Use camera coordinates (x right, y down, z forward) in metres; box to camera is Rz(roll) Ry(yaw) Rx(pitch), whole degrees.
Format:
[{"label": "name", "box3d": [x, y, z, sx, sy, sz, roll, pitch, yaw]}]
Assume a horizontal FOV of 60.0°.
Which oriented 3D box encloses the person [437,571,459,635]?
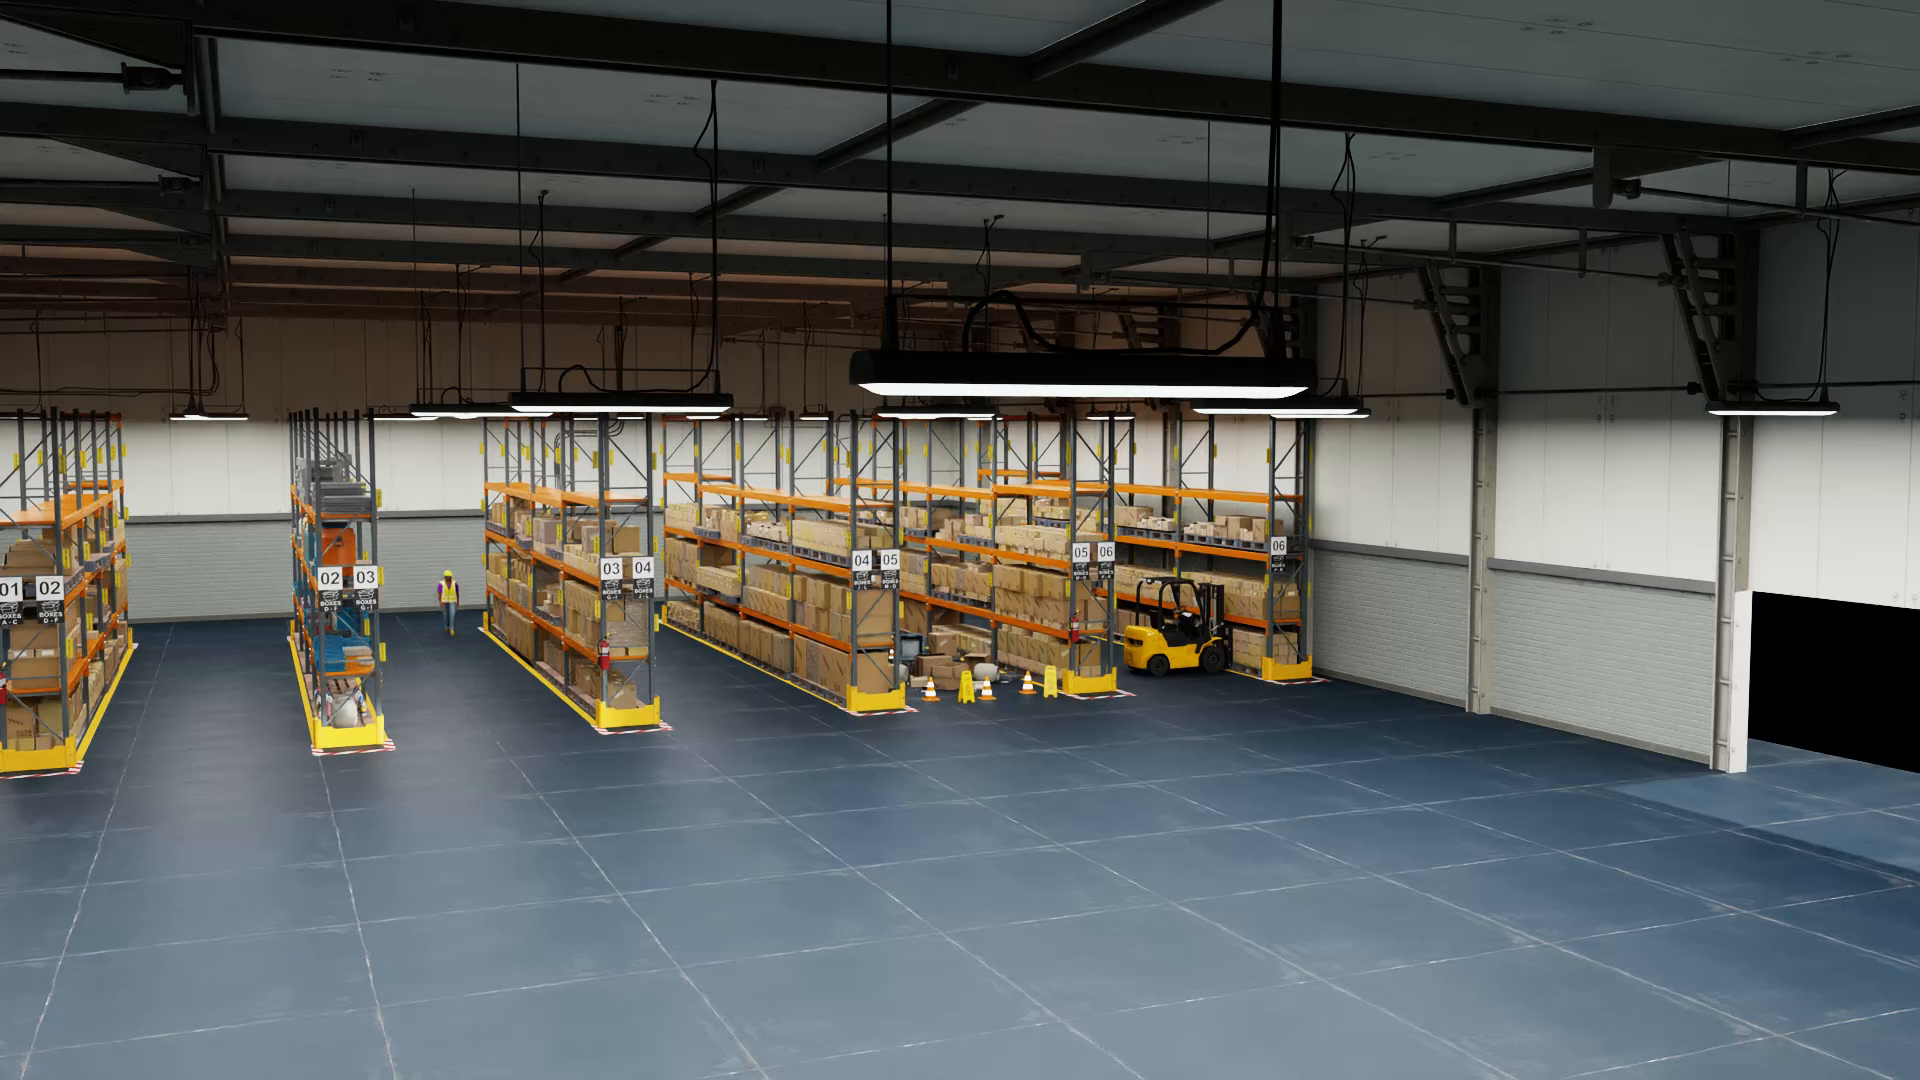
[{"label": "person", "box3d": [-13.885, 1.681, 45.086, 0.547, 1.691, 1.054, -1, 4, -12]}]
